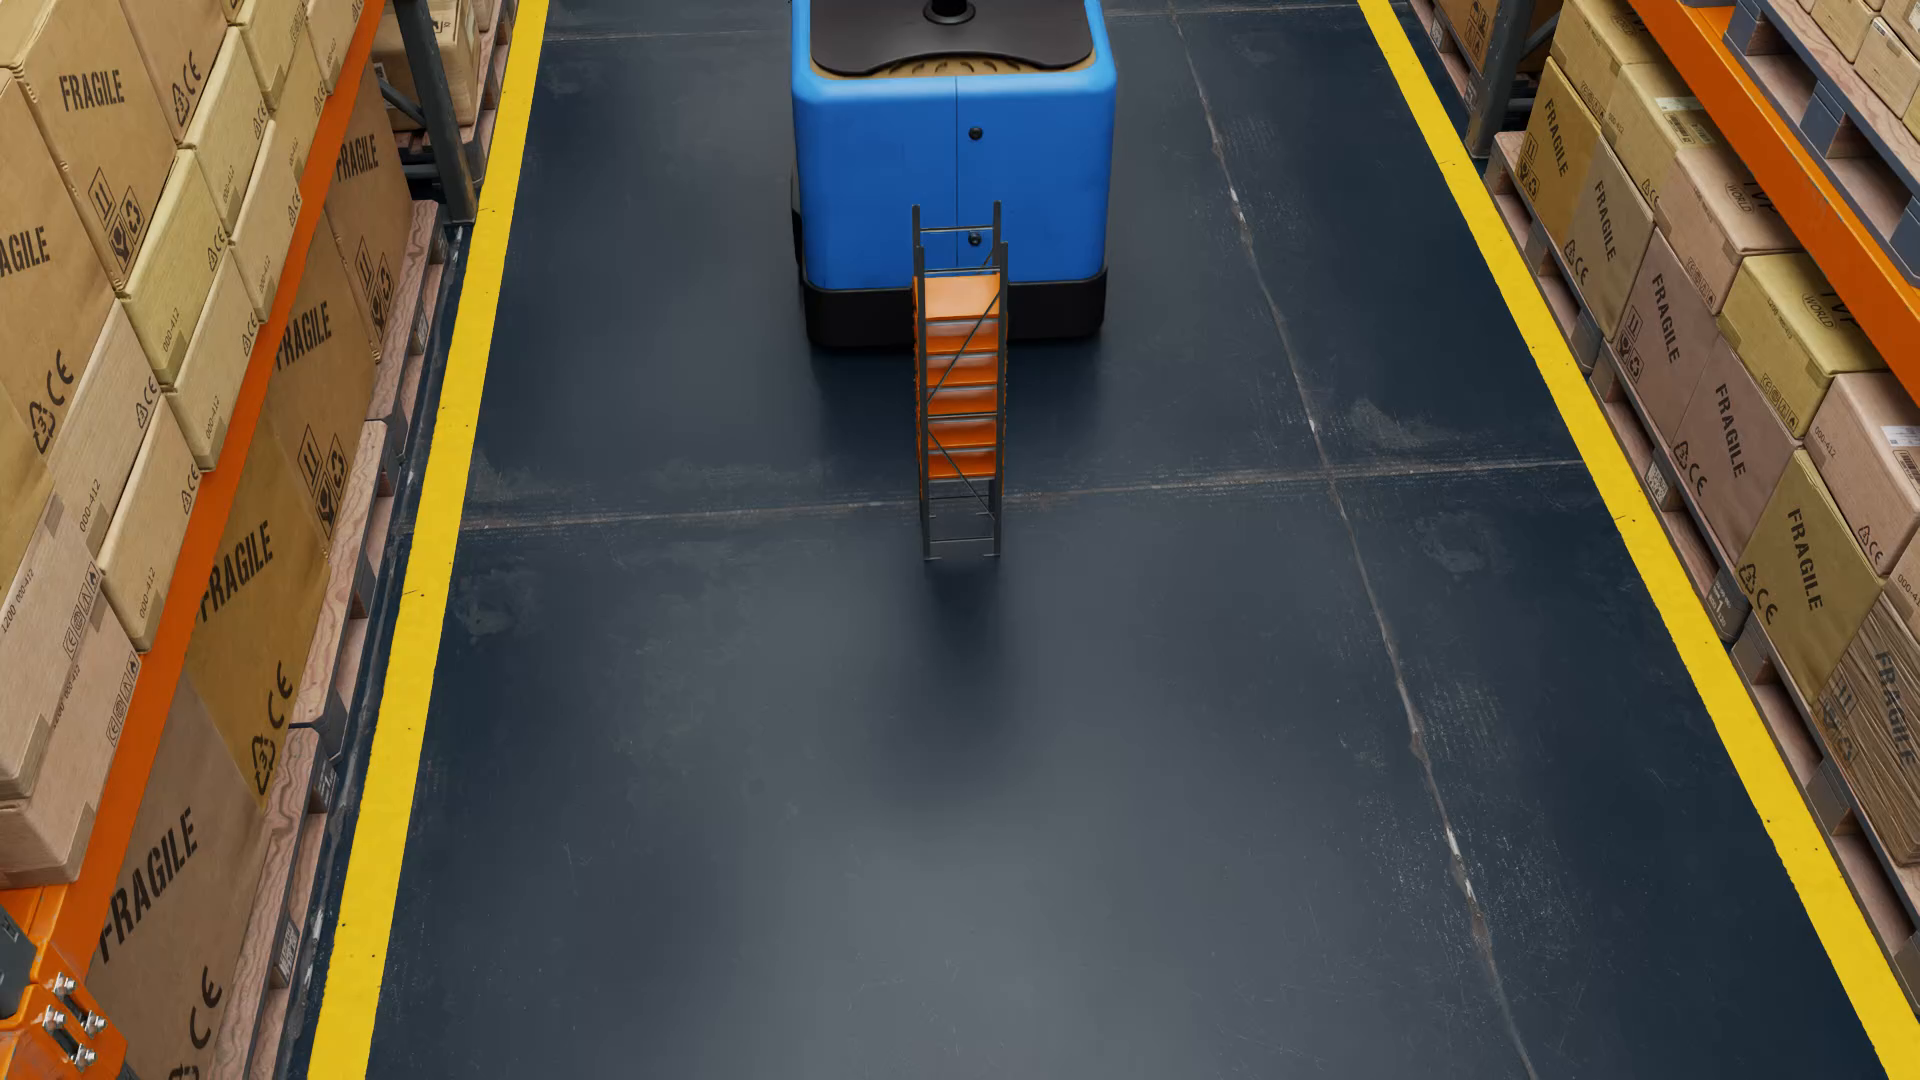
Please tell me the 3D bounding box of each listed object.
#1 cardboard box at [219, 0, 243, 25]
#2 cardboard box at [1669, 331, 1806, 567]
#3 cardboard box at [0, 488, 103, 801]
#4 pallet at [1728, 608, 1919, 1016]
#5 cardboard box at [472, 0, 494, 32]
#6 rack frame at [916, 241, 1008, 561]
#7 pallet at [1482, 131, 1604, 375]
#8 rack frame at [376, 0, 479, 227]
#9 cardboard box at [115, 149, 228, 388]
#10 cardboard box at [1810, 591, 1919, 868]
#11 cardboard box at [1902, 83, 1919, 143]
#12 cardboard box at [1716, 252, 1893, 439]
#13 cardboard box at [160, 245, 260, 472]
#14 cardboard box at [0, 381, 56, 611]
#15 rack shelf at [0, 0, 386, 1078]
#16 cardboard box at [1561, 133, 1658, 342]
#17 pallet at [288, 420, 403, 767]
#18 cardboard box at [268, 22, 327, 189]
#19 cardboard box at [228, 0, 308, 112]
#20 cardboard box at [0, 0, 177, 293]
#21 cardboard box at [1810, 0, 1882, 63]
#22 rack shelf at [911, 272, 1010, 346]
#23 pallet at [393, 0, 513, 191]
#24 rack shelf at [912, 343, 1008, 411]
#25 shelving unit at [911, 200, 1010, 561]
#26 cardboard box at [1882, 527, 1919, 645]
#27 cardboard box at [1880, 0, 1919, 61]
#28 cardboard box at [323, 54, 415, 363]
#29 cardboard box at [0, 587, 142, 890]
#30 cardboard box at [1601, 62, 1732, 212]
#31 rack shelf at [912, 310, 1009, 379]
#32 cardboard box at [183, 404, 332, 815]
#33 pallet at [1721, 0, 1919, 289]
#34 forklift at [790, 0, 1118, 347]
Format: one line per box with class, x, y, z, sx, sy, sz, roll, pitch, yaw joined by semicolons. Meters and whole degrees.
cardboard box;-1.979;-1.548;3.893;0.500;0.500;0.500;-3;47;-3
cardboard box;2.496;-0.286;4.887;0.500;0.500;0.500;-4;47;-4
cardboard box;-1.790;0.180;2.773;0.500;0.250;0.500;-5;47;-4
pallet;2.823;0.657;4.482;1.003;0.211;1.213;-3;47;-3
cardboard box;-2.476;-2.442;7.018;0.950;0.372;0.625;-4;47;-4
rack frame;0.006;-0.357;4.762;0.240;1.200;0.006;-3;47;-3
pallet;2.619;-1.108;6.154;1.003;0.211;1.213;-3;47;-3
rack frame;-2.369;-2.259;5.323;1.000;3.000;0.127;-3;47;-3
cardboard box;-1.877;-0.563;3.476;0.500;0.250;0.500;-3;47;-3
cardboard box;2.577;0.456;4.184;0.500;0.500;0.500;-4;47;-4
cardboard box;2.547;-1.014;4.028;0.380;0.149;0.250;-2;47;-2
cardboard box;2.488;-0.559;4.629;0.500;0.250;0.500;-5;47;-5
cardboard box;-1.880;-0.393;3.660;0.500;0.250;0.500;-4;47;-4
cardboard box;-1.784;-0.079;2.501;0.500;0.500;0.500;-3;47;-3
rack shelf;-2.202;-0.564;4.214;1.077;0.370;4.000;-3;47;-3
cardboard box;2.406;-1.027;5.589;0.500;0.500;0.500;-3;47;-3
pallet;-2.279;0.156;4.957;1.003;0.211;1.213;-3;47;-3
cardboard box;-1.983;-1.123;4.351;0.500;0.250;0.500;-4;47;-4
cardboard box;-1.965;-1.304;4.178;0.500;0.250;0.500;-5;47;-4
cardboard box;-1.894;-0.808;3.192;0.500;0.500;0.500;-5;47;-4
cardboard box;2.505;-1.395;4.389;0.380;0.149;0.250;-3;47;-3
rack shelf;-0.001;-0.640;4.595;0.258;0.103;0.180;-3;47;-3
pallet;-2.433;-1.865;6.871;1.003;0.211;1.213;-3;47;-3
rack shelf;-0.001;-0.475;4.769;0.258;0.103;0.180;-3;47;-3
shelving unit;-0.001;-0.423;4.824;0.258;1.200;0.189;-3;47;-3
cardboard box;2.576;0.195;3.915;0.500;0.250;0.500;-5;47;-4
cardboard box;2.531;-1.304;4.098;0.380;0.149;0.250;-2;47;-2
cardboard box;-2.394;-1.168;5.464;0.875;0.875;0.875;-4;47;-4
cardboard box;-1.808;0.353;2.953;0.500;0.250;0.500;-4;47;-4
cardboard box;2.414;-1.295;5.326;0.500;0.250;0.500;-4;47;-4
rack shelf;-0.001;-0.558;4.682;0.258;0.103;0.180;-3;47;-3
cardboard box;-2.249;0.125;4.240;0.875;0.875;0.875;-2;47;-2
pallet;2.762;-1.137;4.393;1.003;0.211;1.213;-3;47;-3
forklift;-0.108;-2.747;5.833;1.130;2.935;3.031;-3;47;-3
